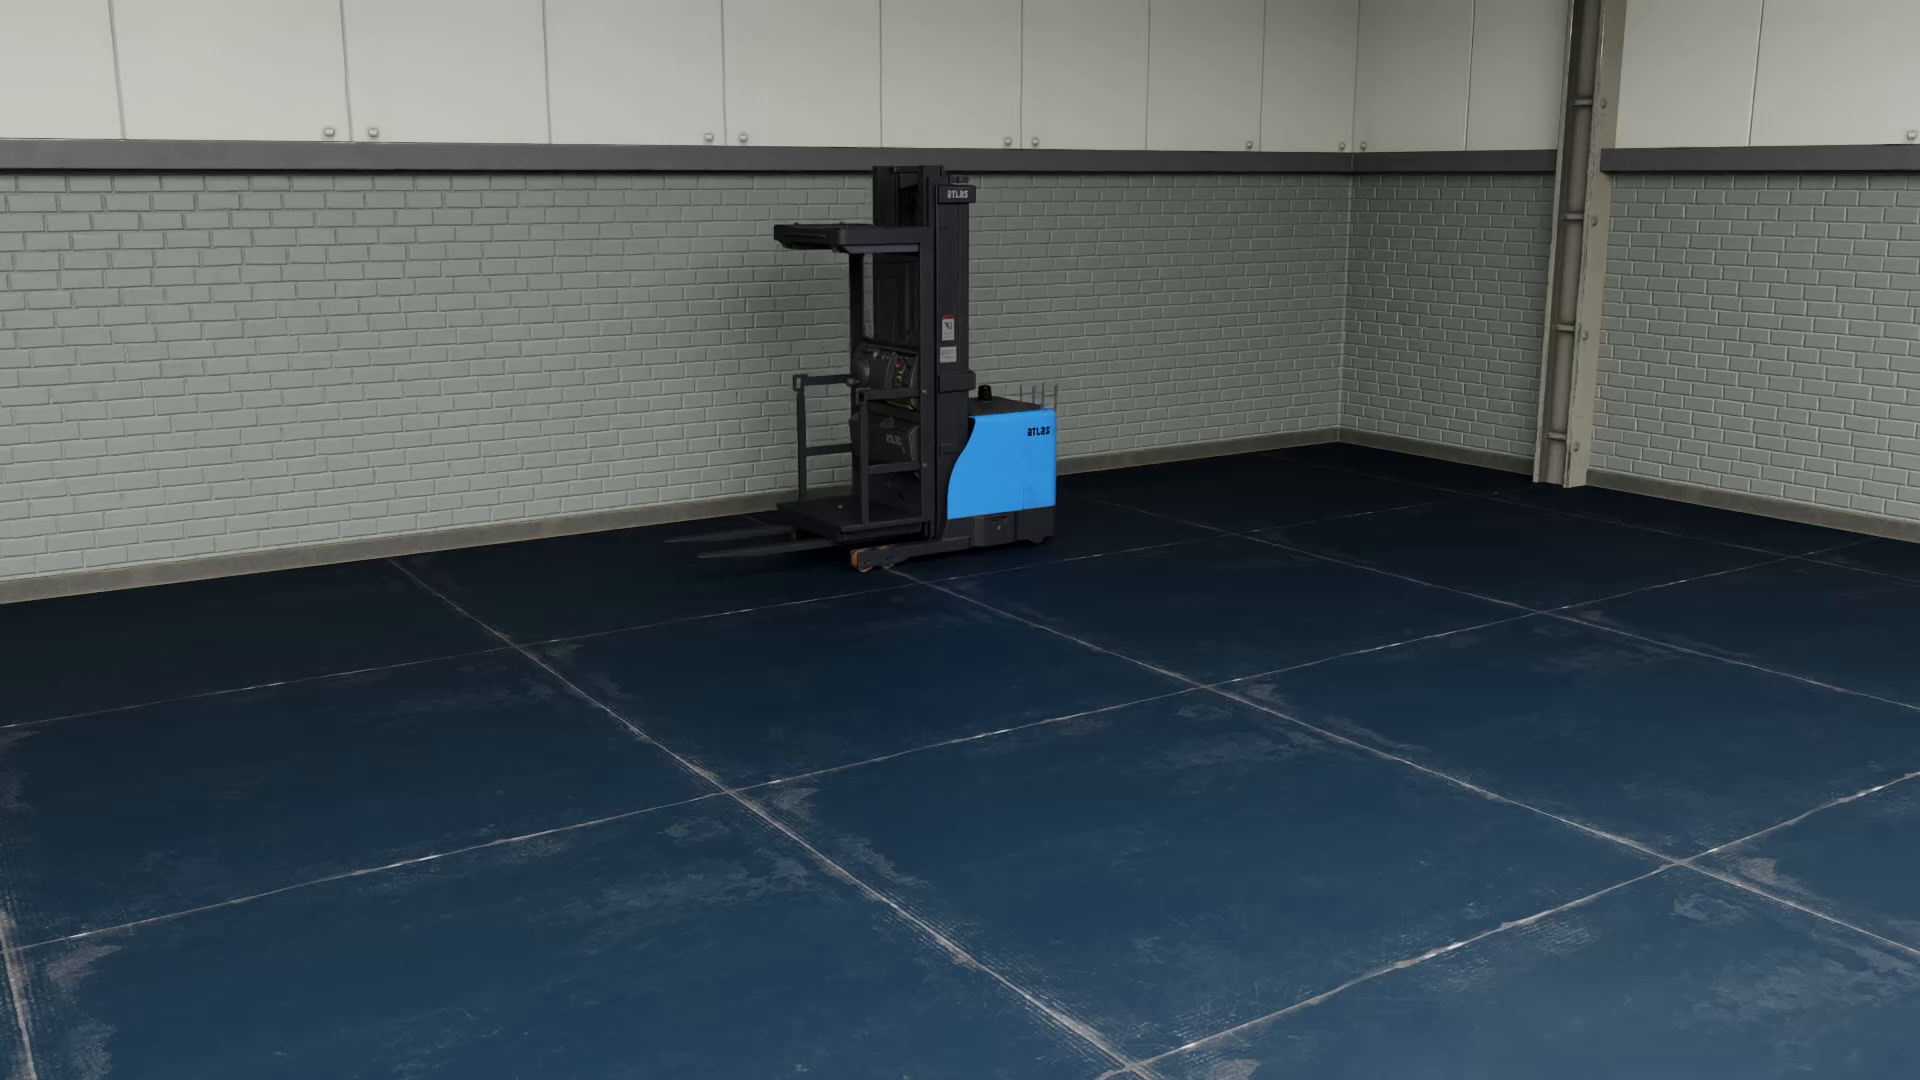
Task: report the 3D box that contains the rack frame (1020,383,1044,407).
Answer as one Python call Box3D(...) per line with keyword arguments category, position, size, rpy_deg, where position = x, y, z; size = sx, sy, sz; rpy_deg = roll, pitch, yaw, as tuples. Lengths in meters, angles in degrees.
Box3D(category="rack frame", position=(0.589, -0.694, 13.724), size=(0.240, 1.200, 0.006), rpy_deg=(-8, 14, -32))

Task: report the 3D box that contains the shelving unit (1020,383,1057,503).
Box3D(category="shelving unit", position=(0.638, -0.677, 13.648), size=(0.258, 1.200, 0.189), rpy_deg=(-8, 14, -32))

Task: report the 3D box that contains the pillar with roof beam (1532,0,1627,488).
Box3D(category="pillar with roof beam", position=(2.131, -4.429, 12.552), size=(9.100, 9.000, 0.400), rpy_deg=(-8, 15, -33))

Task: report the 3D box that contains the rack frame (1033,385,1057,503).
Box3D(category="rack frame", position=(0.687, -0.661, 13.573), size=(0.240, 1.200, 0.006), rpy_deg=(-8, 14, -32))

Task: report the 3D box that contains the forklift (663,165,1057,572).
Box3D(category="forklift", position=(-0.746, -1.325, 12.562), size=(3.031, 2.935, 1.130), rpy_deg=(-8, 15, -32))
